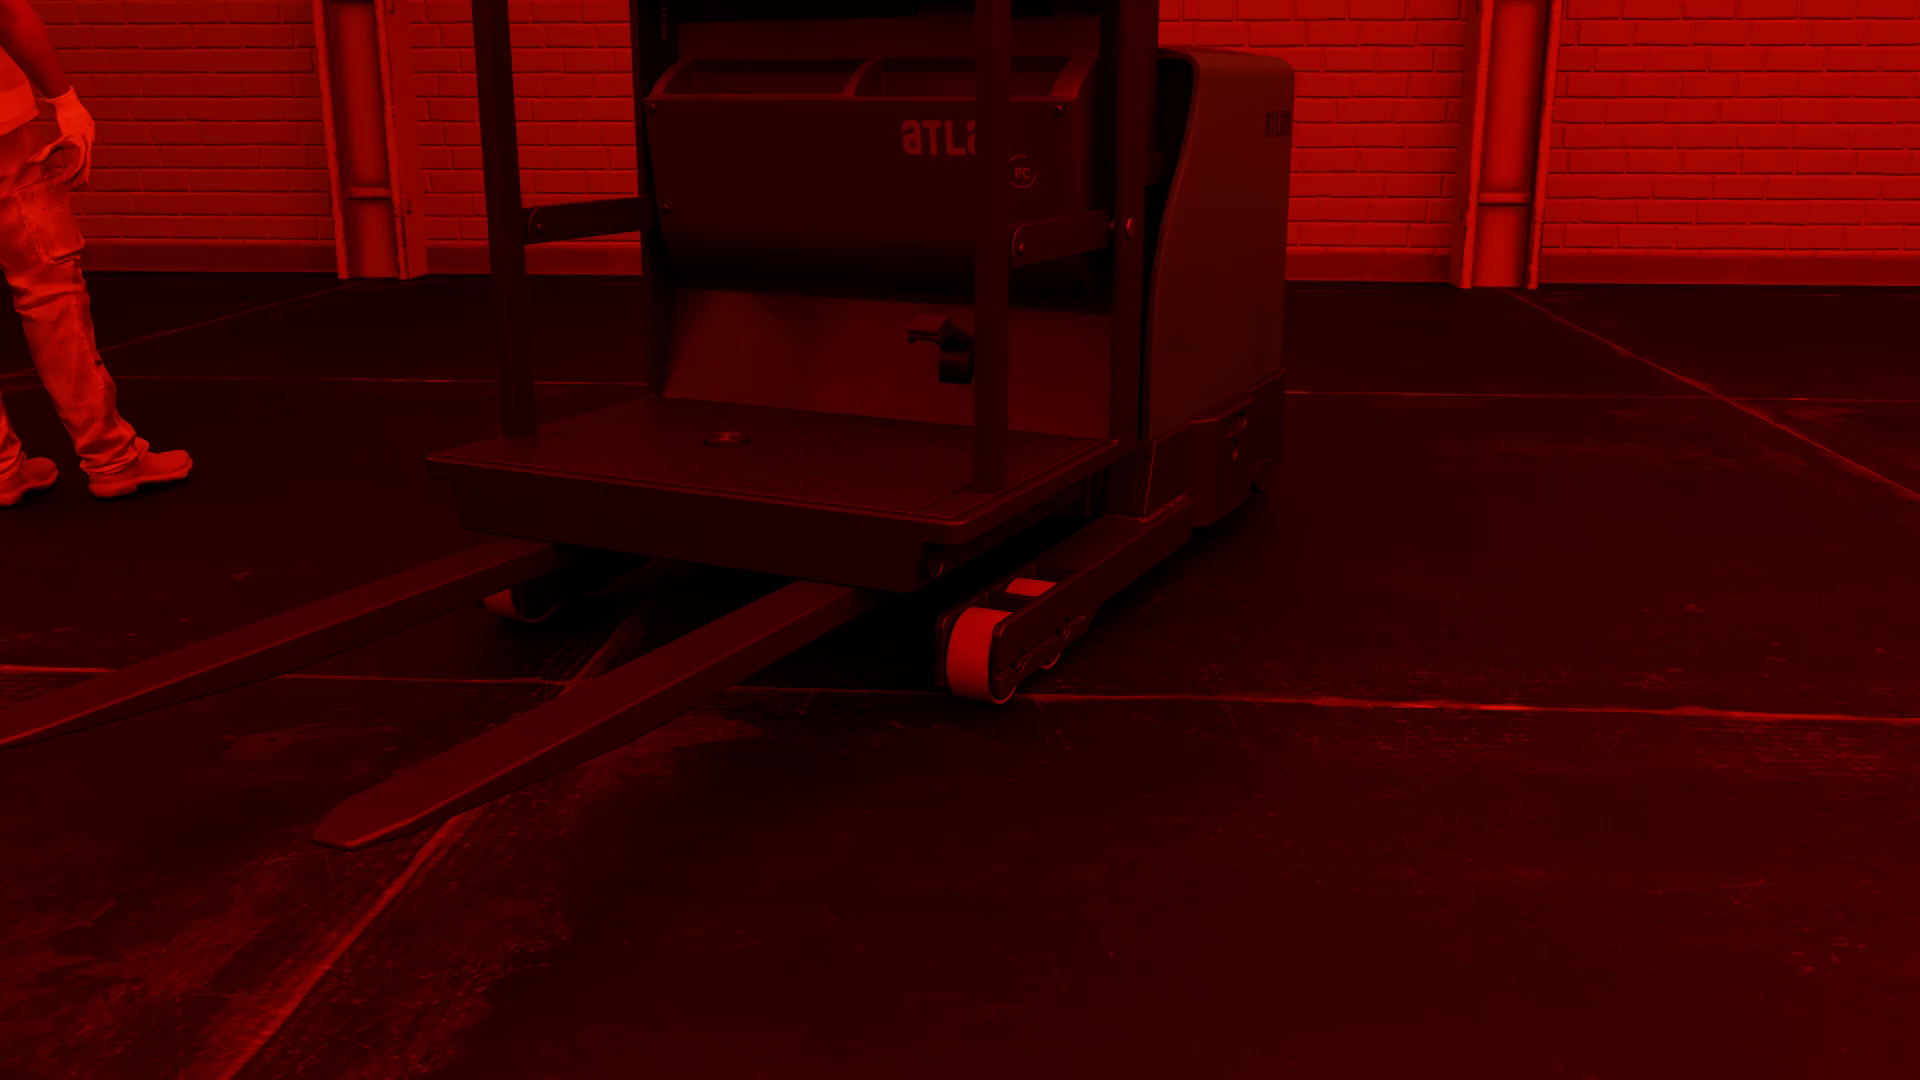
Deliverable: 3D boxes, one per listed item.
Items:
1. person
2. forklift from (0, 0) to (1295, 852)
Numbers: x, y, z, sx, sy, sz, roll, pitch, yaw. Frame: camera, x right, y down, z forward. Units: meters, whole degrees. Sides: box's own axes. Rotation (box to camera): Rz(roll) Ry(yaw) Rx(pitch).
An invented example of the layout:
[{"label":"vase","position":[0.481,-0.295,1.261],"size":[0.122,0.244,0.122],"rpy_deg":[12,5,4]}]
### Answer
[{"label":"person","position":[-2.361,-0.974,3.970],"size":[0.655,1.785,0.576],"rpy_deg":[2,15,8]},{"label":"forklift","position":[-0.277,-1.268,2.889],"size":[1.130,2.935,3.031],"rpy_deg":[7,17,25]}]
